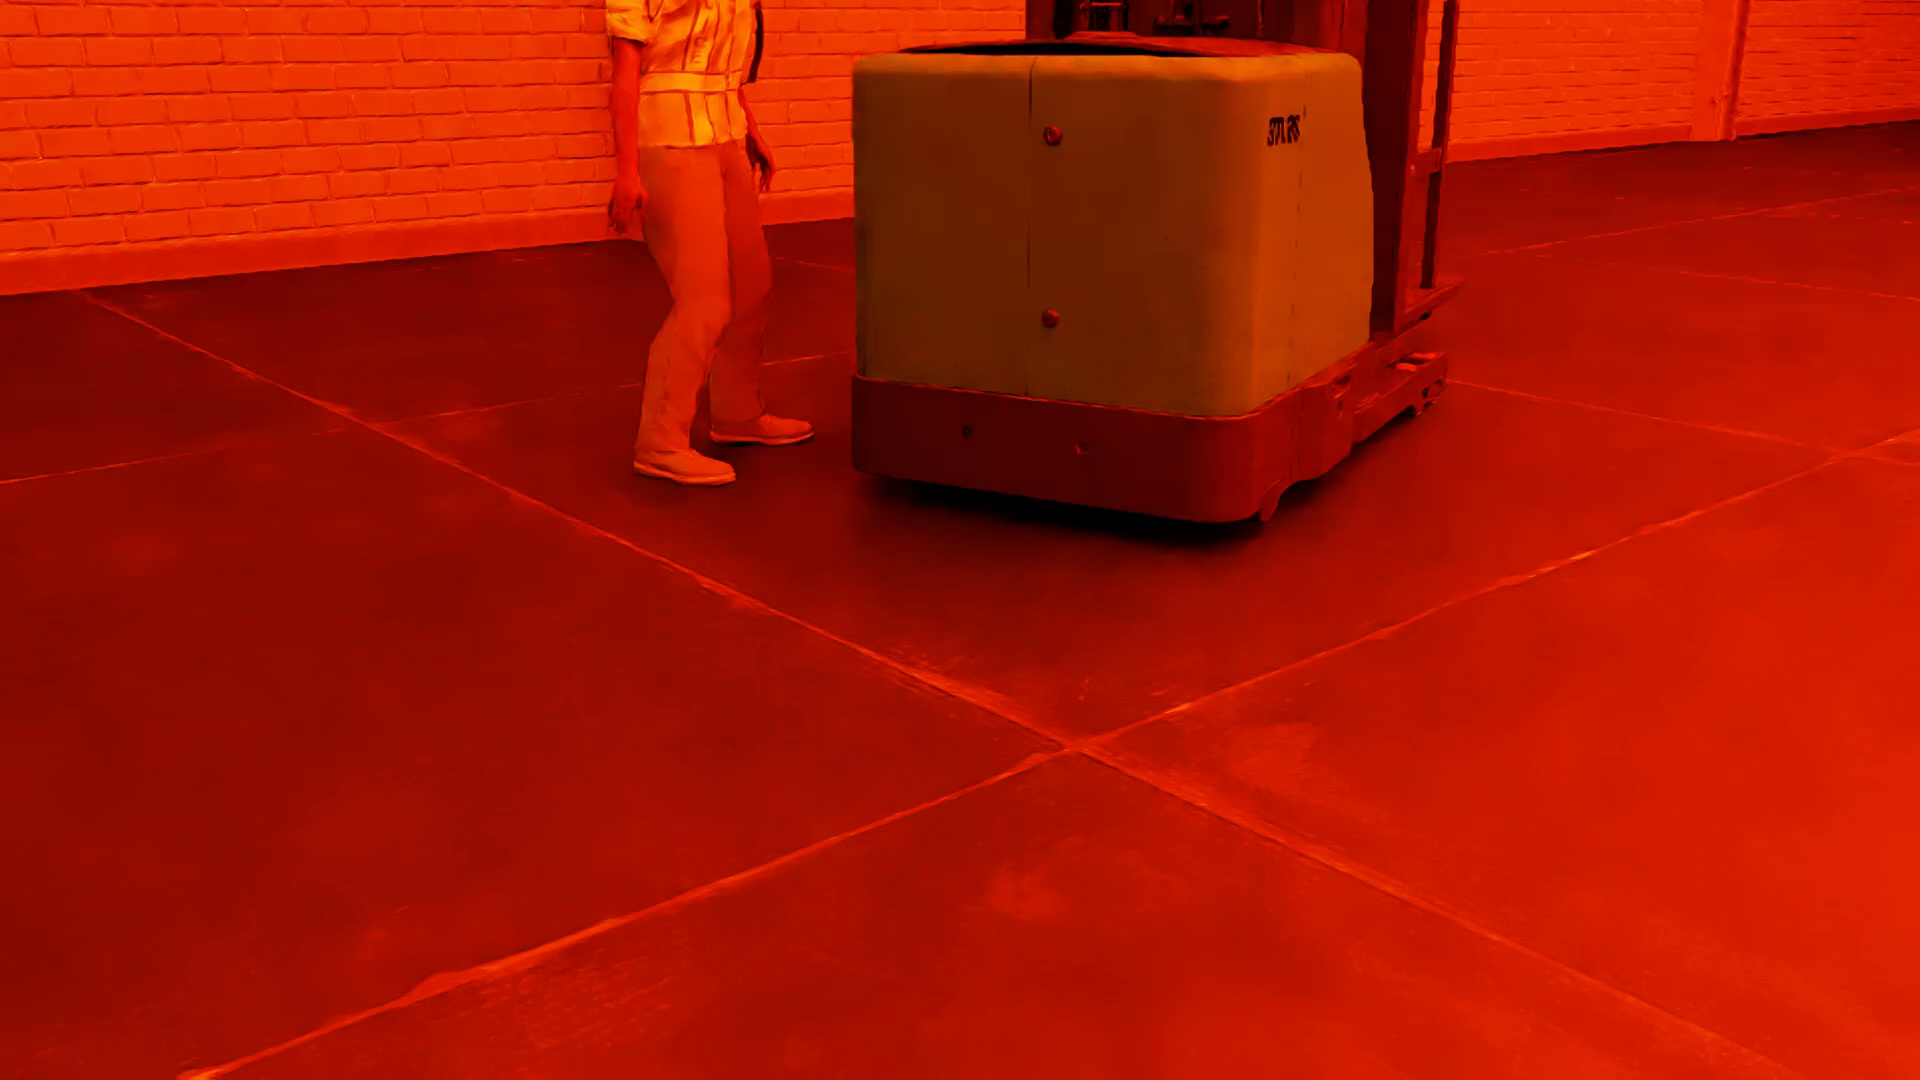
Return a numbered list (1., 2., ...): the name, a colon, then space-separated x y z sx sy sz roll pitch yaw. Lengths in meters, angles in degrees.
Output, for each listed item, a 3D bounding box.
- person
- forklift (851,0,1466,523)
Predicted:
1. person: -0.665 -0.976 4.243 0.379 1.635 0.741 4 18 12
2. forklift: 0.878 -1.828 4.782 1.130 2.935 3.031 9 20 27
